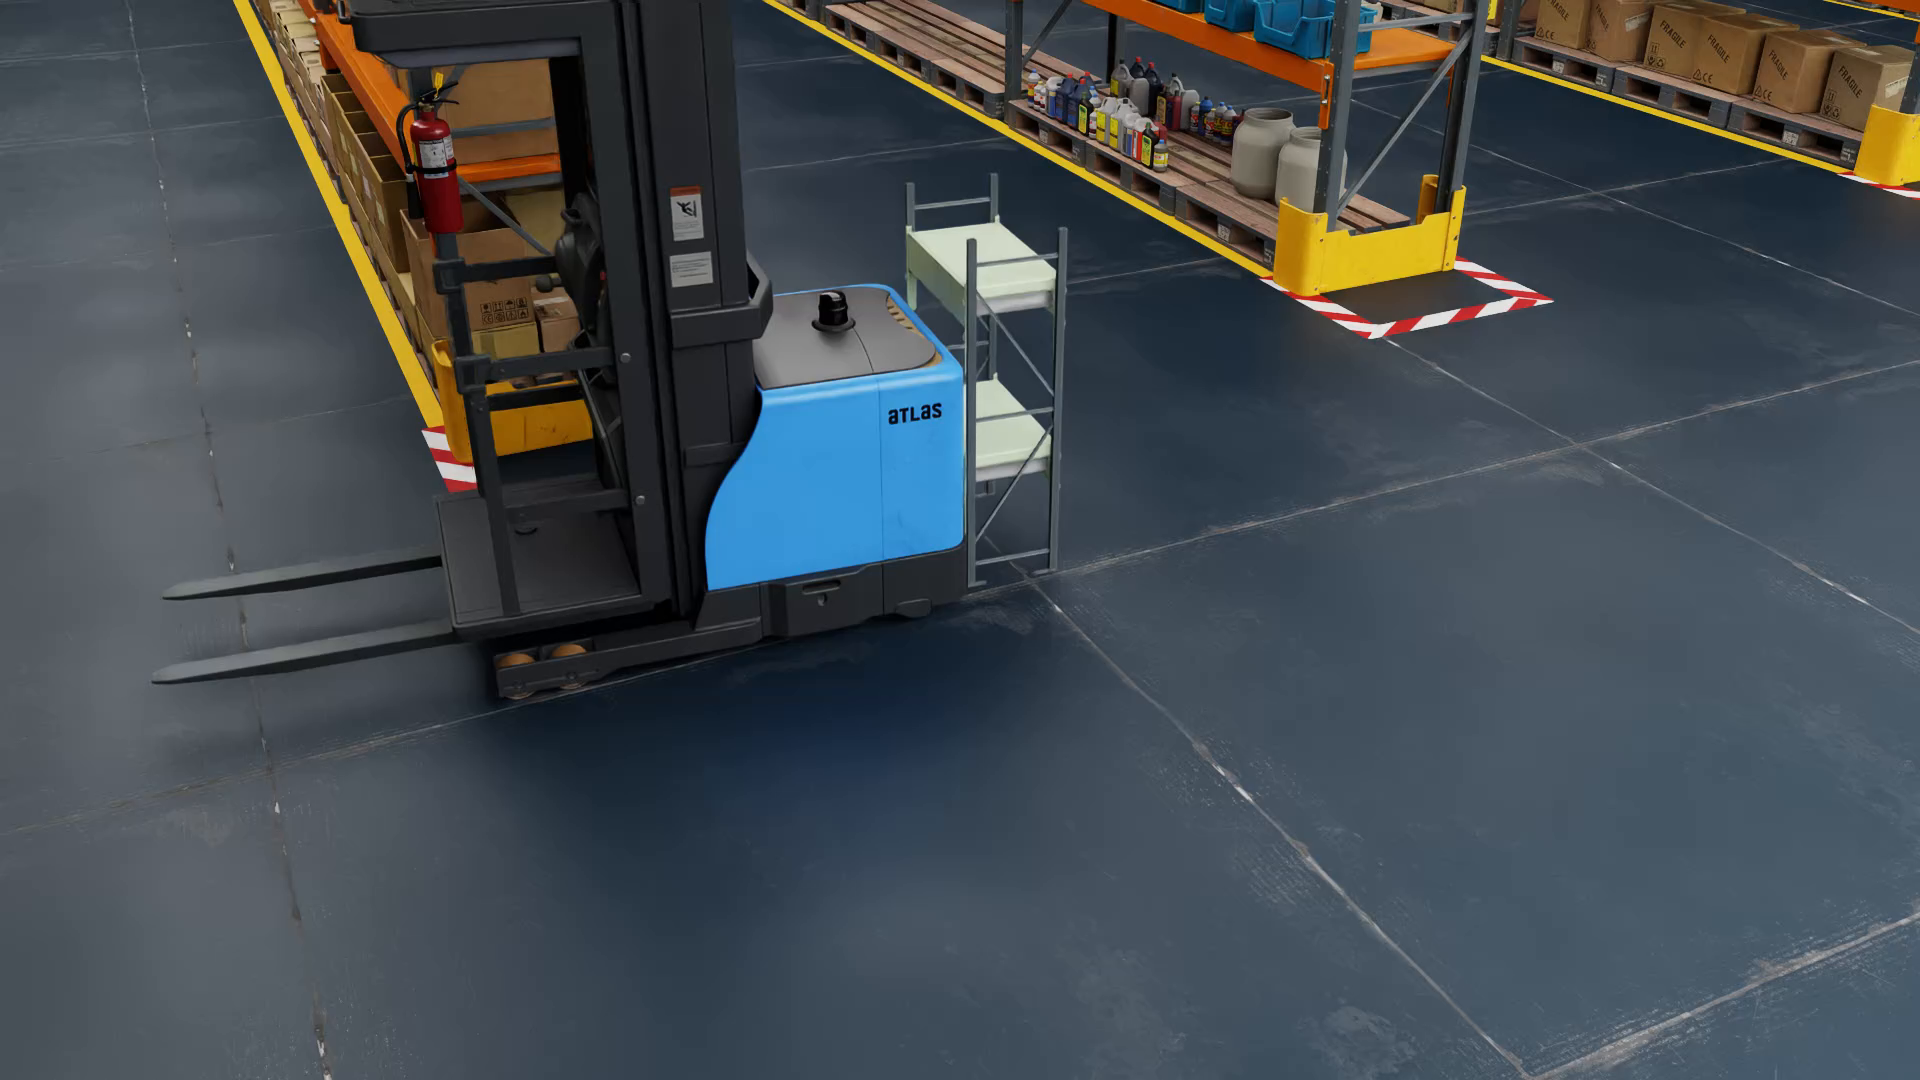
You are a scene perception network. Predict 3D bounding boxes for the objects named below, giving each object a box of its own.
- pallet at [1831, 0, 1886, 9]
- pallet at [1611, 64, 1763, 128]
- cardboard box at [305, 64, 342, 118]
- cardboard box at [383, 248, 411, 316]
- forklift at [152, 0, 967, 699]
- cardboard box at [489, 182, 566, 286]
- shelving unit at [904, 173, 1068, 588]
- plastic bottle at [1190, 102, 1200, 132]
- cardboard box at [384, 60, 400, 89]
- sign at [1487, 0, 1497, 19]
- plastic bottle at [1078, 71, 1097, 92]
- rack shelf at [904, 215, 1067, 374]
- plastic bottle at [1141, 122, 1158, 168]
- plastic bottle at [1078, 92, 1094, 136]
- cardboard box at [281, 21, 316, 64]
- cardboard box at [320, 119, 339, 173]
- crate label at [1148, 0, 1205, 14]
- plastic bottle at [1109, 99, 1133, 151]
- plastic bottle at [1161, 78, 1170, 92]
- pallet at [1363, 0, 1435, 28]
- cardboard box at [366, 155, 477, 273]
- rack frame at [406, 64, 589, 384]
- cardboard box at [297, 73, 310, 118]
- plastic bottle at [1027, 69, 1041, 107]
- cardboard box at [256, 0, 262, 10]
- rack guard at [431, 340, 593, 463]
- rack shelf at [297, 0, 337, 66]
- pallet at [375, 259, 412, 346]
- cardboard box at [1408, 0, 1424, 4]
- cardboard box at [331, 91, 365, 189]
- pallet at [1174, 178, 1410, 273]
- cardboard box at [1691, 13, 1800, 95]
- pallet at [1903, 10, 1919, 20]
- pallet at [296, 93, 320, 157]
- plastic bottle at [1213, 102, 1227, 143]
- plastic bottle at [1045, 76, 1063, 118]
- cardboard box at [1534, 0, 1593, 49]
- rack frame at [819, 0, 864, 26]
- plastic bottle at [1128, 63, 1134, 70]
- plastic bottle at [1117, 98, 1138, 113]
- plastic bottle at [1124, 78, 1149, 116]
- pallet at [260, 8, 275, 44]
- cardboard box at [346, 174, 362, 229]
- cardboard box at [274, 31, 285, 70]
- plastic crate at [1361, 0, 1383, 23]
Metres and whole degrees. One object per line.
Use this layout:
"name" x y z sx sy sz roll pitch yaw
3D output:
"pallet" 9.421 -5.822 17.417 1.003 0.211 1.213 -13 32 -22
"pallet" 6.146 -3.672 13.582 1.003 0.211 1.213 -13 32 -22
"cardboard box" -4.313 -3.214 11.723 0.500 0.311 0.500 -12 32 -21
"cardboard box" -2.873 -1.469 9.185 0.500 0.250 0.500 -13 32 -22
"forklift" -1.547 -0.977 5.996 3.031 2.935 1.130 -10 31 -17
"cardboard box" -2.179 -1.686 8.806 0.500 0.500 0.500 -13 32 -22
"shelving unit" 0.091 -0.662 6.897 0.431 1.500 0.755 -10 31 -17
"plastic bottle" 1.724 -3.078 12.083 0.097 0.201 0.097 0 29 0
"cardboard box" -2.790 -2.807 9.087 0.700 0.500 0.500 -12 31 -21
"sign" 3.040 -3.144 9.507 0.100 0.325 0.005 -13 32 -22
"plastic bottle" 0.926 -3.300 12.326 0.144 0.351 0.185 -13 32 -22
"rack shelf" 0.091 -1.003 6.707 0.431 0.370 0.720 -10 31 -17
"plastic bottle" 1.290 -2.684 11.297 0.061 0.283 0.133 -12 32 -21
"plastic bottle" 0.910 -3.075 11.994 0.061 0.283 0.133 -12 31 -20
"cardboard box" -4.959 -3.885 12.919 0.500 0.311 0.500 -14 32 -23
"cardboard box" -4.091 -2.744 11.459 0.500 0.250 0.500 -13 32 -22
"crate label" 1.507 -3.681 10.712 0.502 0.435 0.616 -13 32 -22
"plastic bottle" 1.139 -2.916 11.642 0.144 0.351 0.185 -12 31 -20
"plastic bottle" 1.551 -3.312 12.417 0.061 0.283 0.133 -11 31 -19
"pallet" 4.434 -5.384 16.635 1.003 0.211 1.213 -13 32 -22
"cardboard box" -2.875 -1.795 9.000 0.500 0.500 0.500 -13 32 -22
"rack frame" -1.934 -1.871 7.520 1.000 3.000 0.127 -13 32 -22
"cardboard box" -4.744 -3.419 12.663 0.500 0.250 0.500 -12 32 -21
"plastic bottle" 0.565 -3.446 12.668 0.097 0.271 0.097 0 29 0
"cardboard box" -6.434 -5.330 15.794 0.500 0.500 0.500 -14 32 -24
"rack guard" -1.923 -0.770 8.113 1.175 0.500 0.348 -13 32 -22
"rack shelf" -4.510 -4.208 12.423 1.077 0.370 4.000 -13 32 -22
"pallet" -2.820 -1.522 9.749 1.003 0.211 1.213 -13 32 -22
"cardboard box" 4.625 -5.556 16.197 0.700 0.500 0.500 -16 33 -26
"cardboard box" -3.513 -2.459 10.184 0.500 0.500 0.500 -13 32 -22
"pallet" 2.122 -2.077 10.739 1.003 0.211 1.213 -13 32 -22
"cardboard box" 6.223 -3.859 13.192 0.500 0.500 0.500 -10 31 -17
"pallet" 10.076 -5.145 16.209 1.003 0.211 1.213 -13 32 -22
"pallet" -4.530 -3.279 12.882 1.003 0.211 1.213 -13 32 -22
"plastic bottle" 1.854 -2.974 11.826 0.097 0.271 0.097 0 29 0
"plastic bottle" 0.729 -3.311 12.422 0.152 0.276 0.135 -12 31 -20
"cardboard box" 5.433 -4.624 14.557 0.500 0.500 0.500 -14 32 -23
"rack frame" -0.893 -6.444 15.674 1.000 3.000 0.127 -13 32 -22
"plastic bottle" 1.329 -3.541 12.825 0.061 0.283 0.133 -11 31 -20
"plastic bottle" 1.183 -3.008 11.882 0.152 0.276 0.135 -13 32 -22
"plastic bottle" 1.320 -3.330 12.456 0.152 0.276 0.135 -13 32 -22
"pallet" -6.174 -5.065 16.067 1.003 0.211 1.213 -13 32 -22
"cardboard box" -3.516 -2.132 10.367 0.500 0.250 0.500 -13 32 -22
"cardboard box" -5.409 -4.096 13.870 0.500 0.250 0.500 -13 32 -22
"plastic crate" 2.448 -3.258 10.262 0.298 0.136 0.250 -13 32 -22
